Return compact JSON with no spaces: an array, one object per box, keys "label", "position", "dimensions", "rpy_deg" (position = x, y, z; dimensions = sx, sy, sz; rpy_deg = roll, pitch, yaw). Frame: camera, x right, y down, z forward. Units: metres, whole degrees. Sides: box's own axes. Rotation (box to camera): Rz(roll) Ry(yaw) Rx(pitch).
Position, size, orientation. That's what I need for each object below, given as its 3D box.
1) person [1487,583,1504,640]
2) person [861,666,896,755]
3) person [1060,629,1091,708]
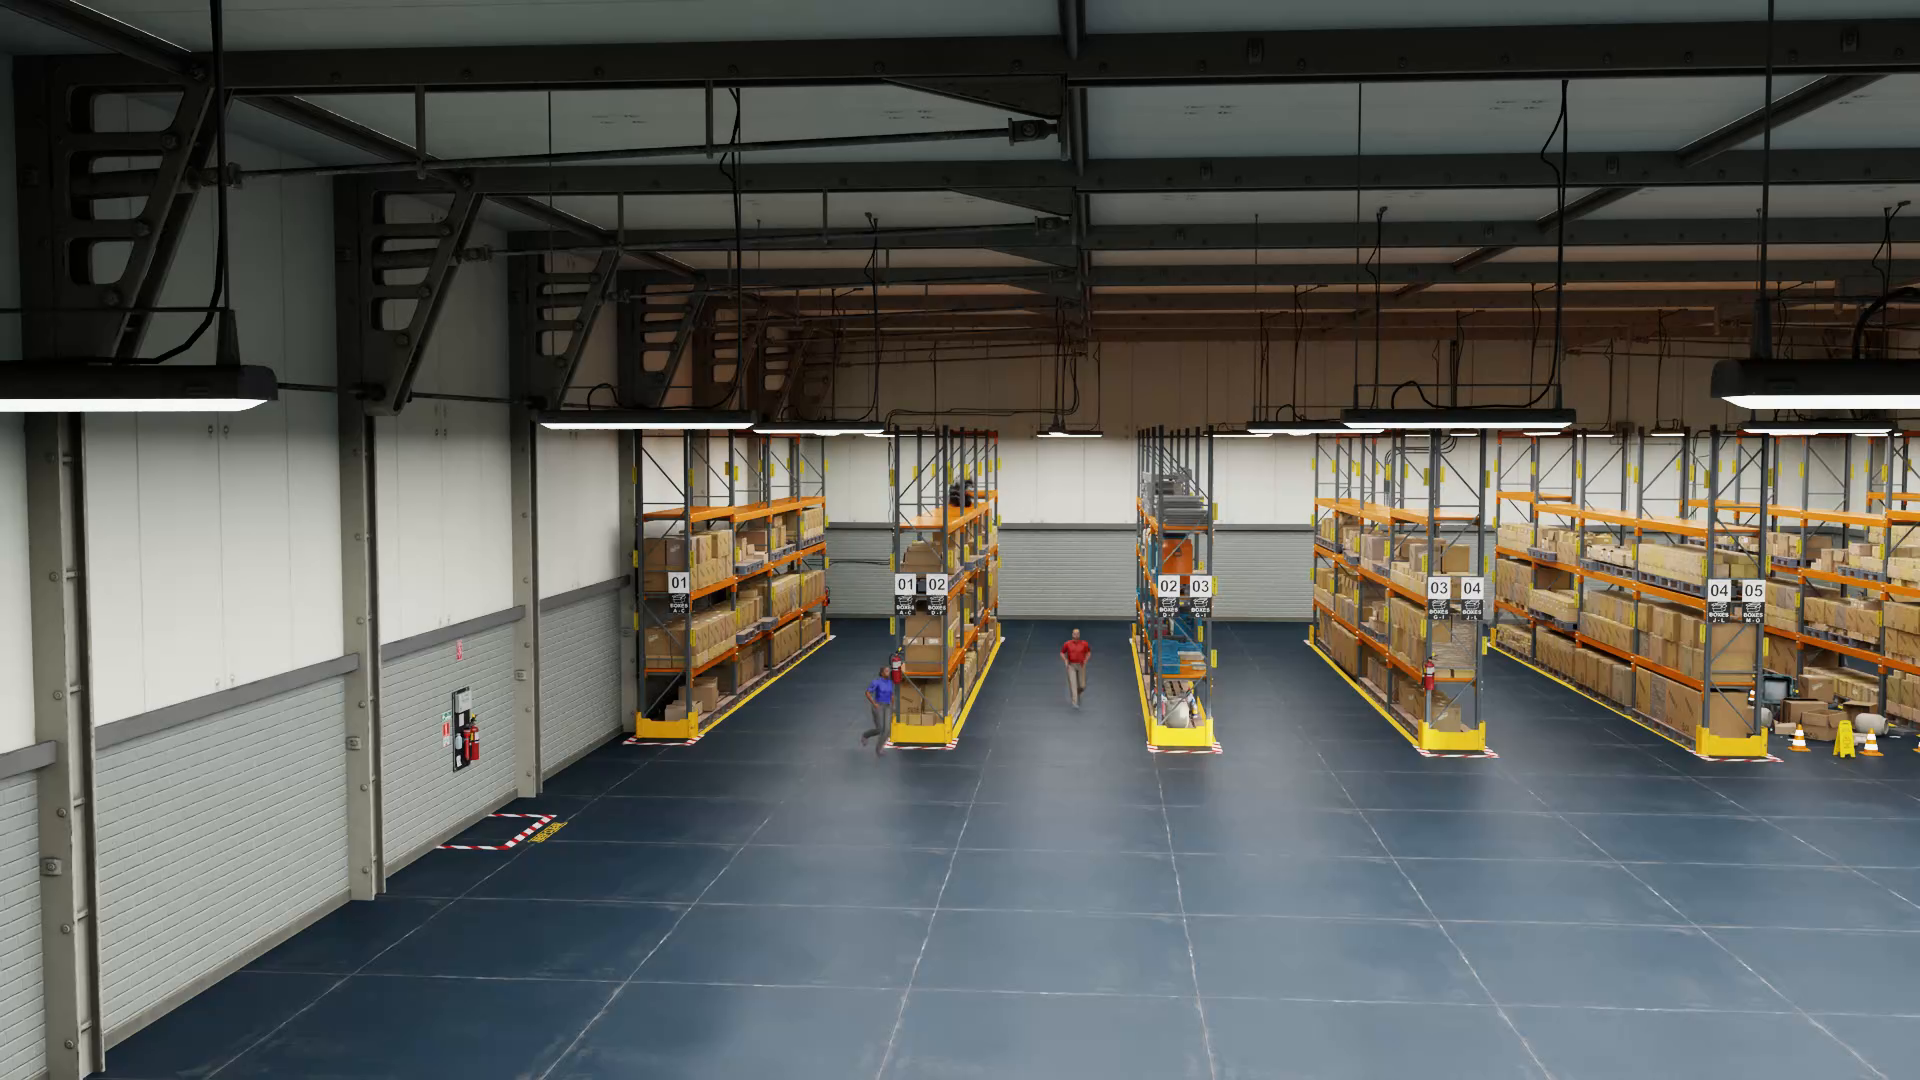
[{"label":"person","position":[15.362,2.017,47.477],"dimensions":[0.594,1.718,0.715],"rpy_deg":[0,3,0]},{"label":"person","position":[-1.424,3.146,30.481],"dimensions":[0.632,1.501,0.638],"rpy_deg":[-3,5,-43]},{"label":"person","position":[2.482,2.740,35.655],"dimensions":[0.664,1.673,0.624],"rpy_deg":[0,3,-2]}]
